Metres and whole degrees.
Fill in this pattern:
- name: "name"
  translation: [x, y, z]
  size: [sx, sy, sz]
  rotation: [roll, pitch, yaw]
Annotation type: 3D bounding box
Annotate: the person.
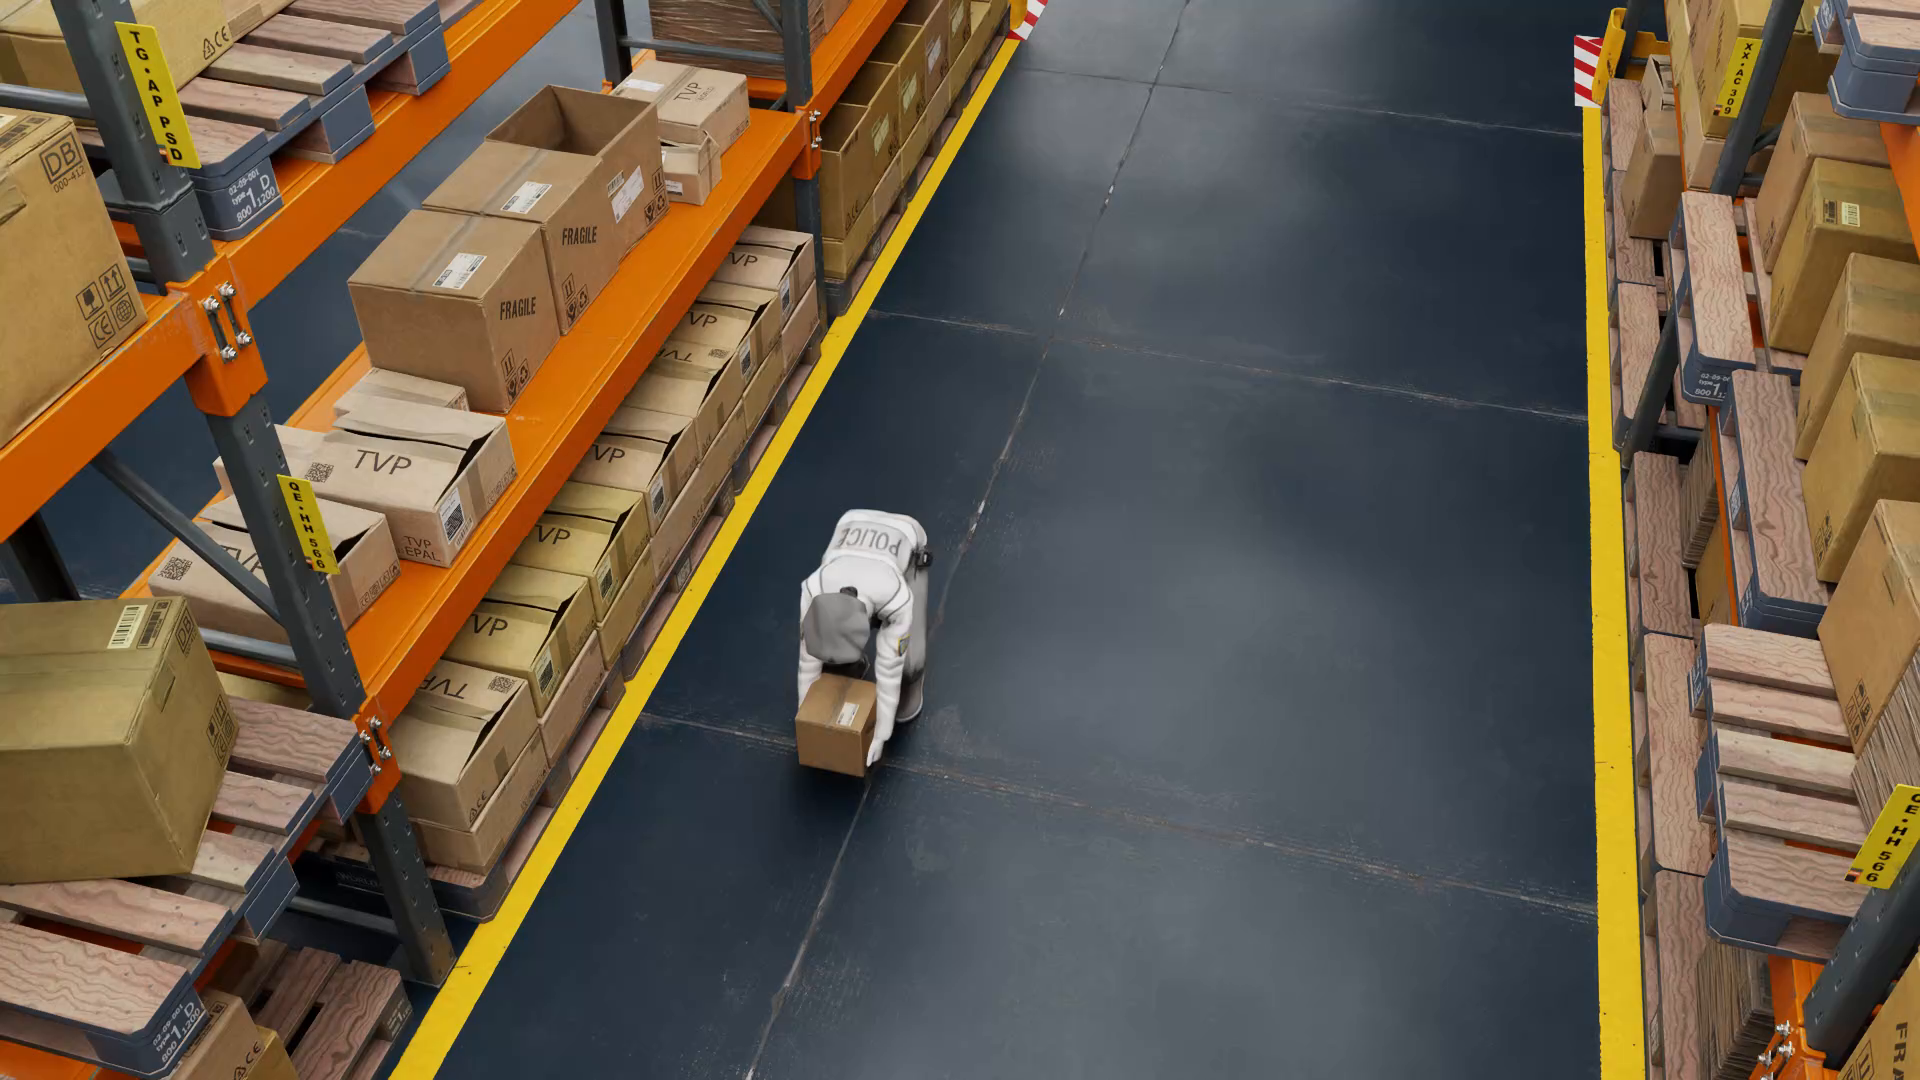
- name: "person"
  translation: [-0.363, 0.361, 6.271]
  size: [0.470, 0.977, 0.912]
  rotation: [8, 42, 9]
